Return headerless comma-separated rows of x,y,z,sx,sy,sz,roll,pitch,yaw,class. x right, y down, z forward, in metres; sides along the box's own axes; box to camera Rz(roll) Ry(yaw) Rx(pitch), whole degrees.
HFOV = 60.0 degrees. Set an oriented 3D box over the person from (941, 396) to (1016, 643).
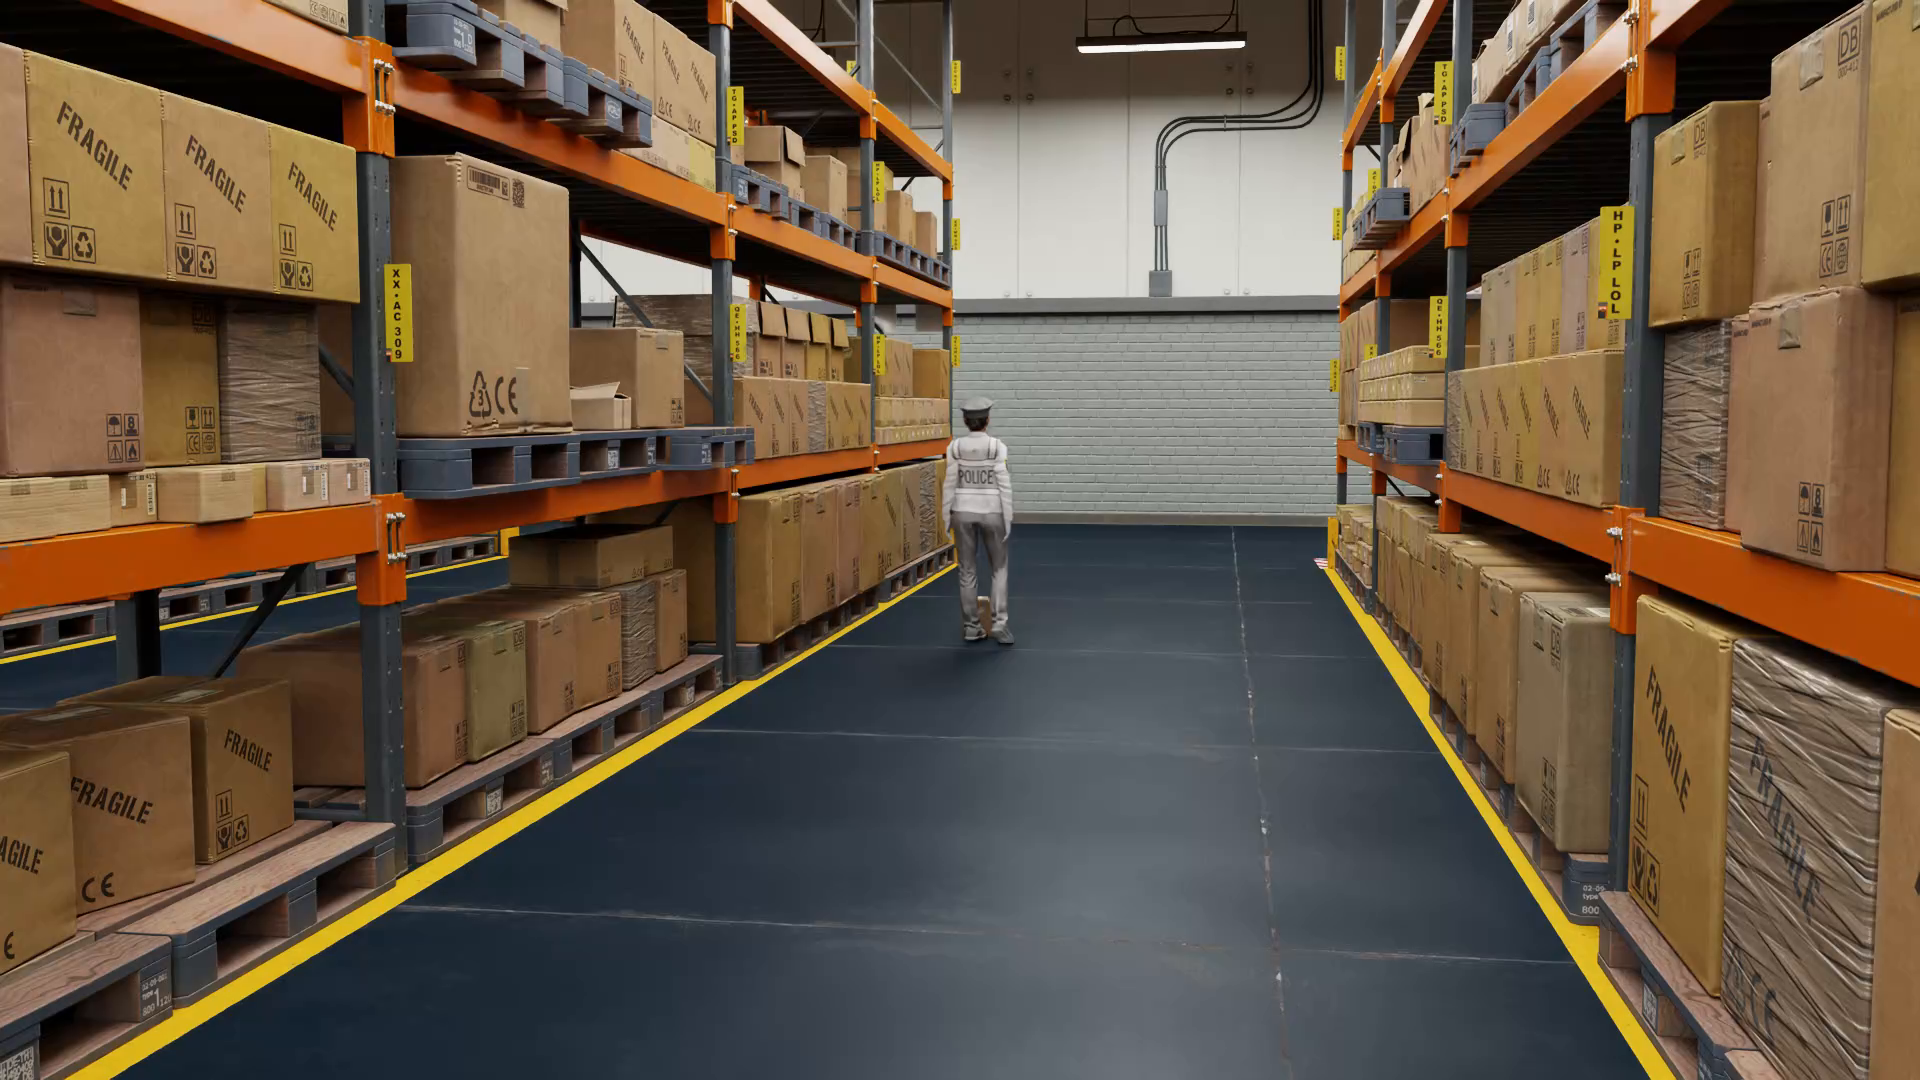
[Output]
0.131,-0.124,11.435,0.517,1.728,0.411,1,5,8,person
